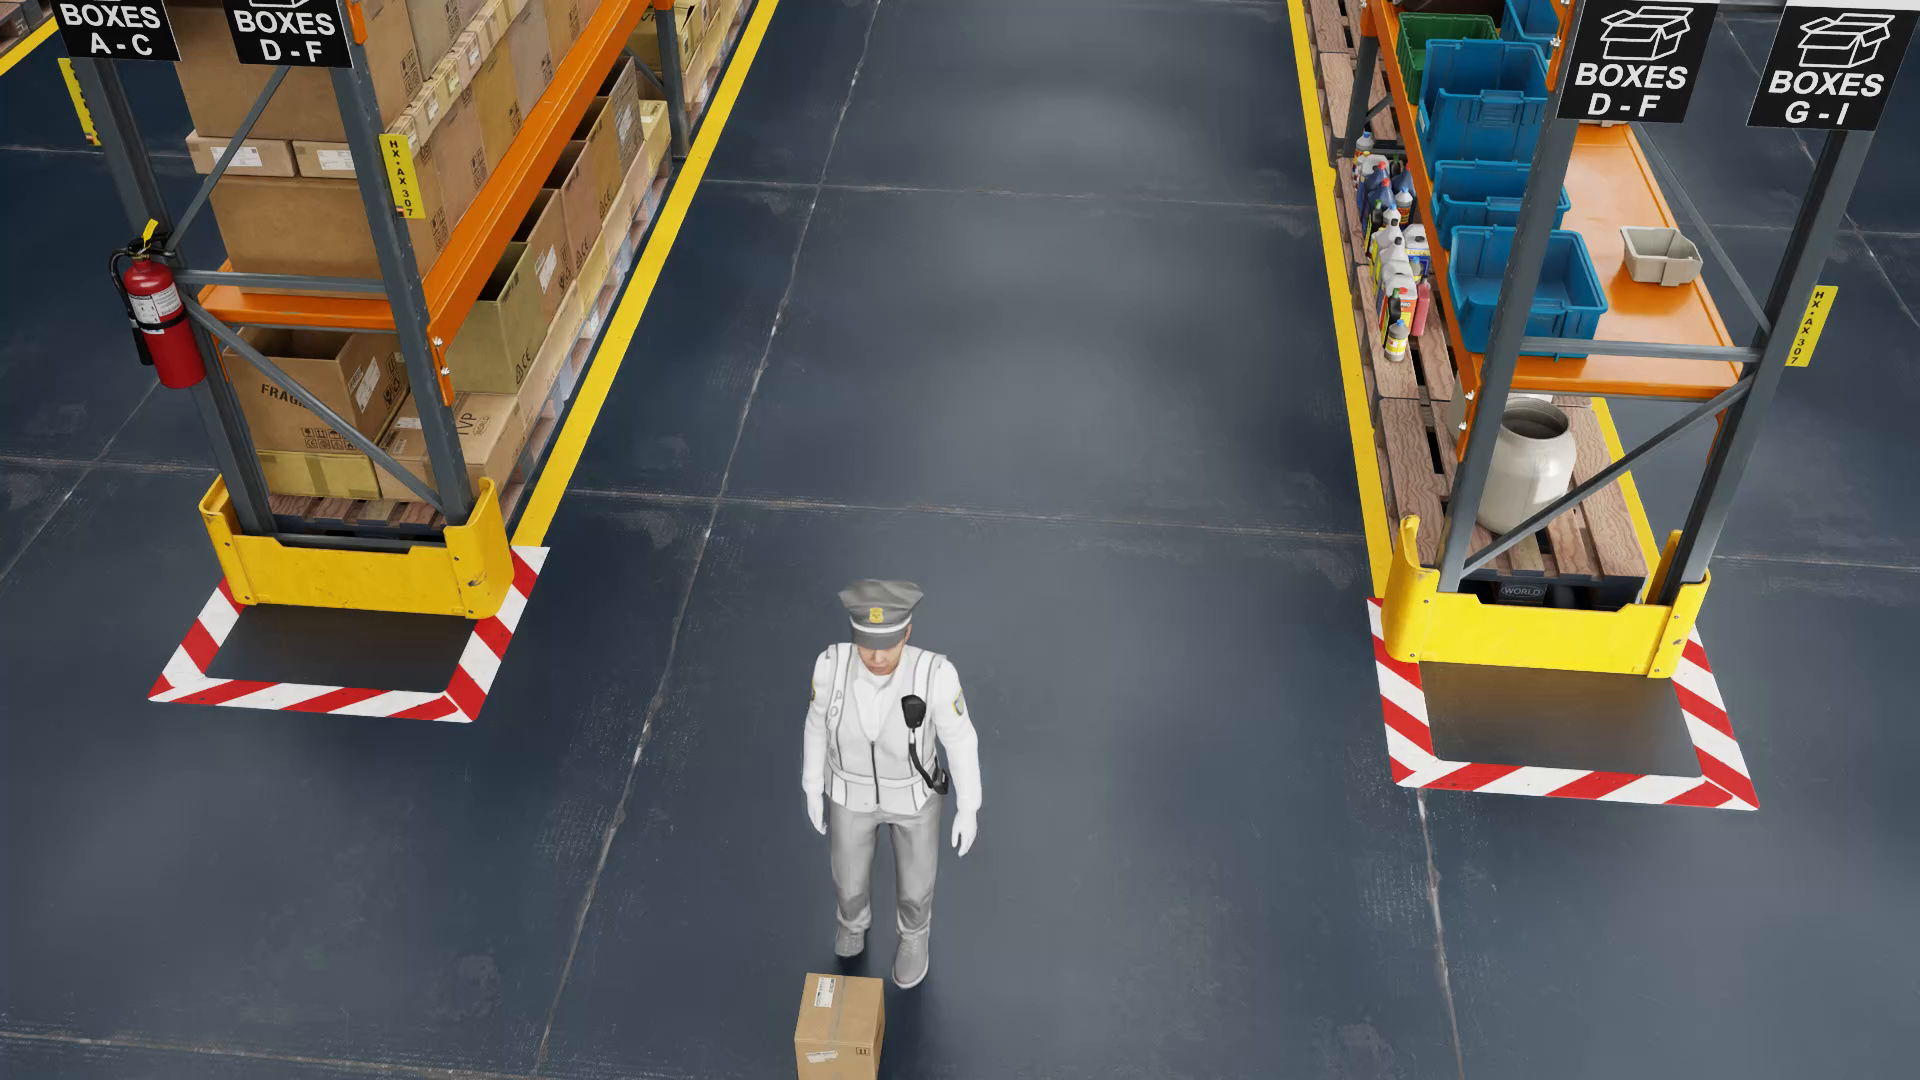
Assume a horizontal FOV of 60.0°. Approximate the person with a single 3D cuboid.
[{"bbox_3d":[-0.213,0.817,5.251,0.568,1.759,0.342,3,40,4],"label":"person"}]
